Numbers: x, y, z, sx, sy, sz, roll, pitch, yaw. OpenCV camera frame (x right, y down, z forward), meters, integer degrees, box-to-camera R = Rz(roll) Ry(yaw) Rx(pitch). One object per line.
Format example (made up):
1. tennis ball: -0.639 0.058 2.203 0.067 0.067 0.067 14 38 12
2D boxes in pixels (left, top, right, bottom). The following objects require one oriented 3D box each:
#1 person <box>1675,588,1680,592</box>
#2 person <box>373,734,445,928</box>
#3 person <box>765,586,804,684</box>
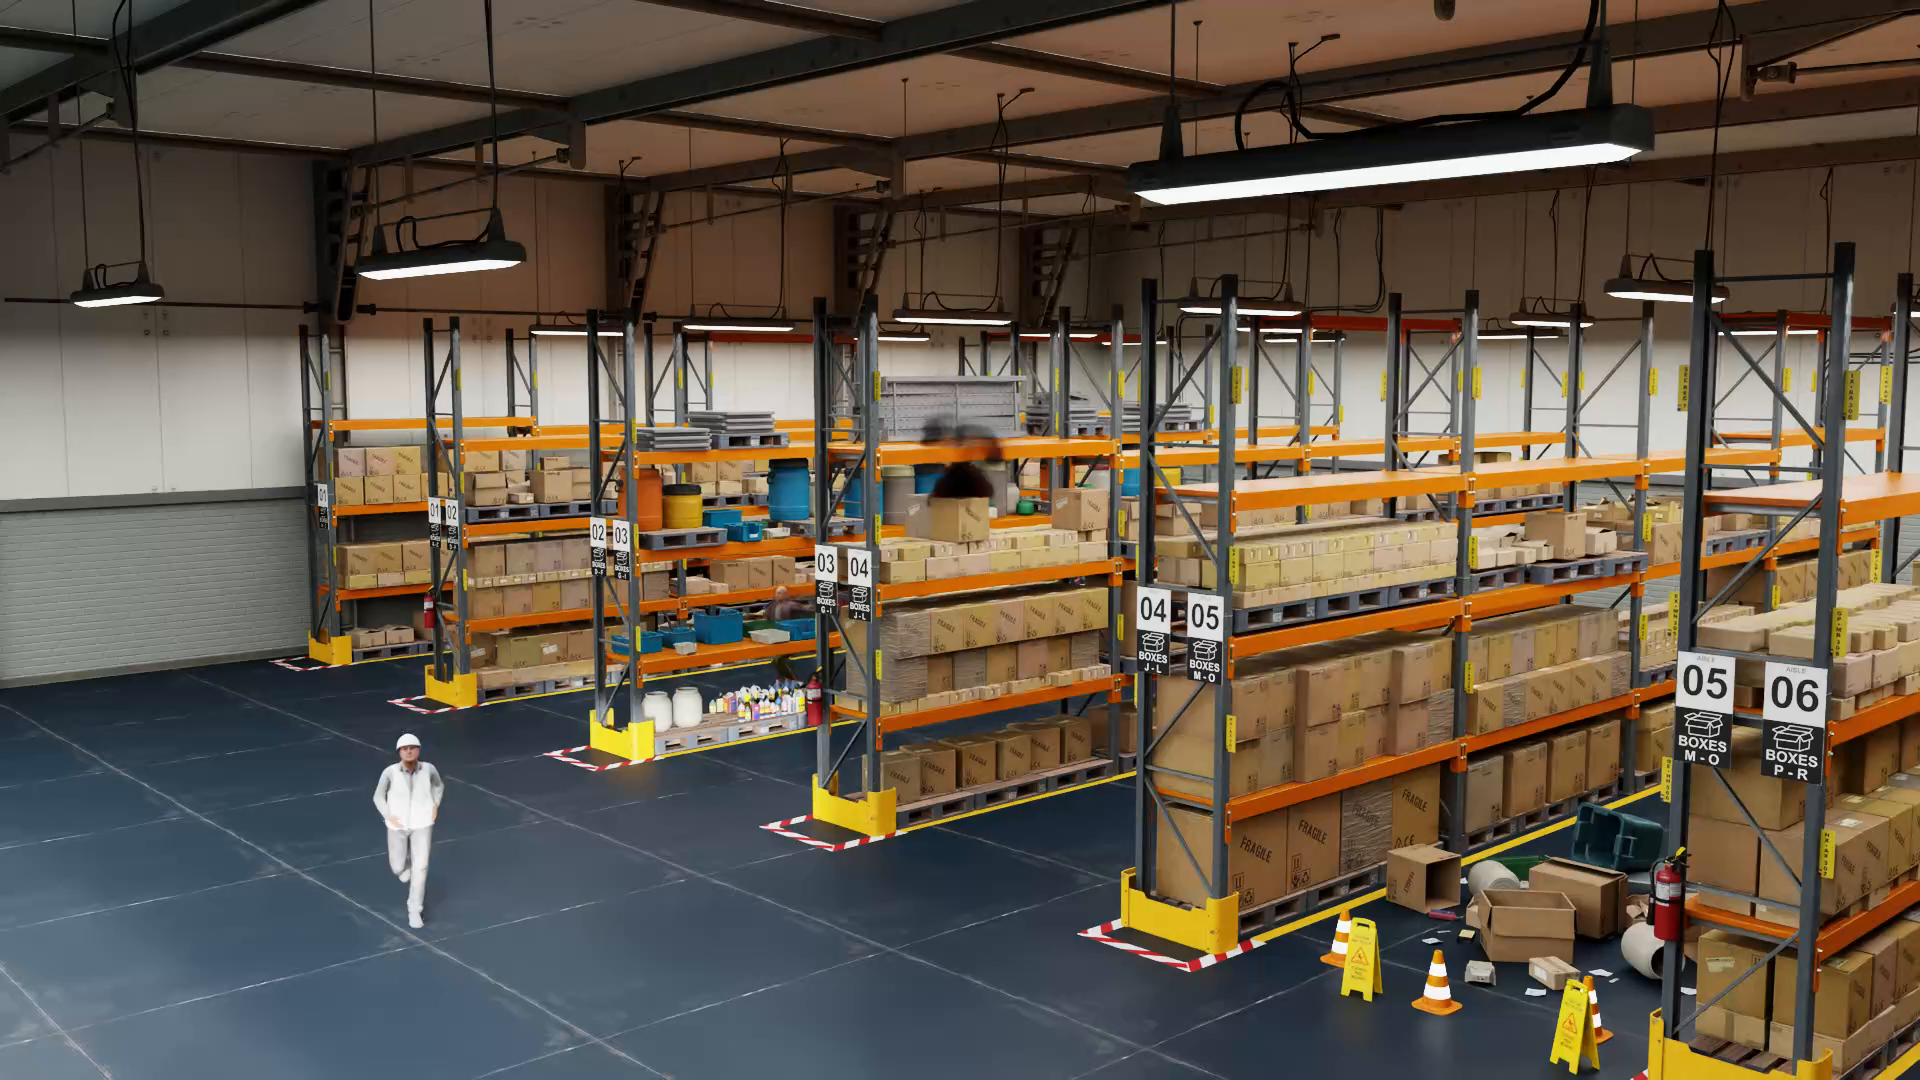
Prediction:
1. person: 11.324 1.622 26.283 0.964 1.726 0.662 -5 7 -38
2. person: -5.253 2.719 15.886 0.637 1.762 1.032 -2 6 -15
3. person: -2.826 1.616 26.484 0.672 1.771 0.837 5 7 39
